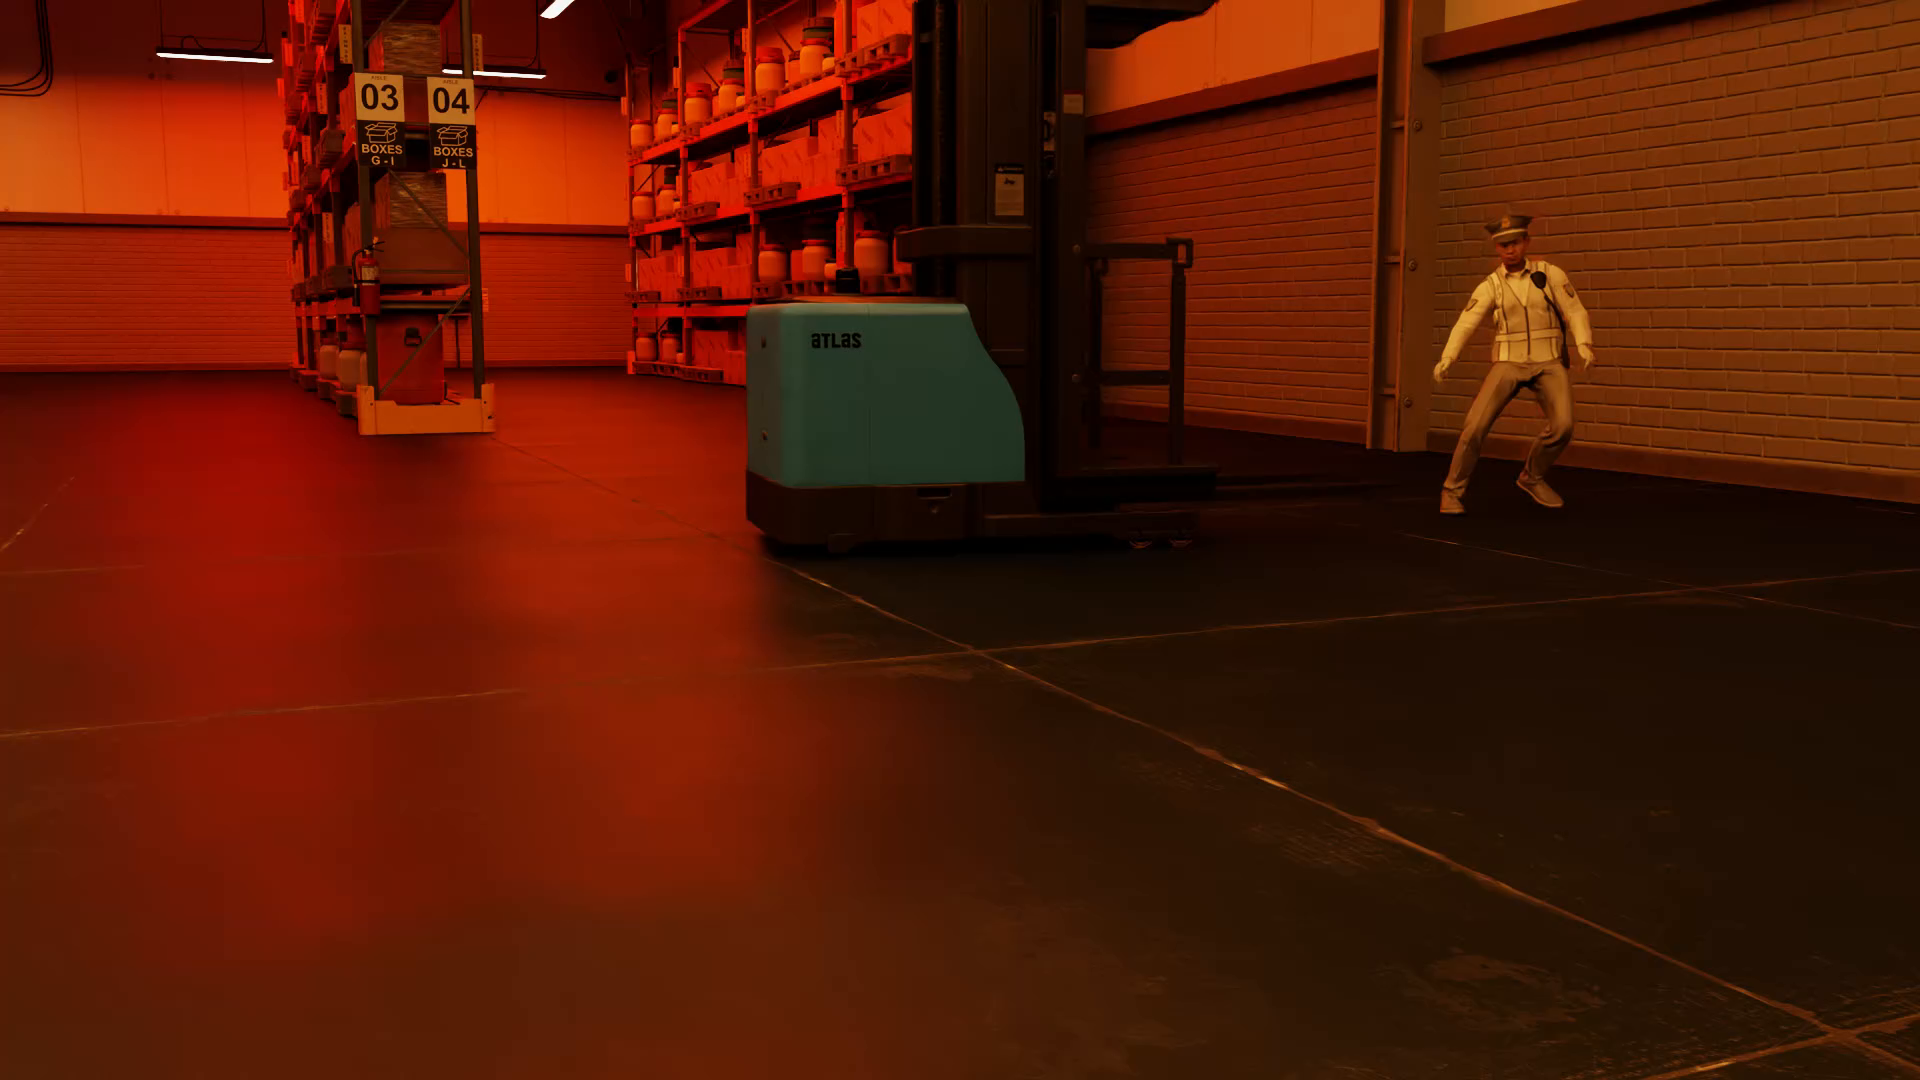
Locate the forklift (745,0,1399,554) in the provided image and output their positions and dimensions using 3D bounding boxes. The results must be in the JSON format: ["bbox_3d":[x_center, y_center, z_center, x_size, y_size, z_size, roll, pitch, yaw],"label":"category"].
[{"bbox_3d":[0.565,-1.482,7.683,3.031,2.935,1.130,-2,8,-17],"label":"forklift"}]

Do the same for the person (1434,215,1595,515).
[{"bbox_3d":[2.861,-0.901,8.597,0.779,1.532,0.506,2,8,17],"label":"person"}]
